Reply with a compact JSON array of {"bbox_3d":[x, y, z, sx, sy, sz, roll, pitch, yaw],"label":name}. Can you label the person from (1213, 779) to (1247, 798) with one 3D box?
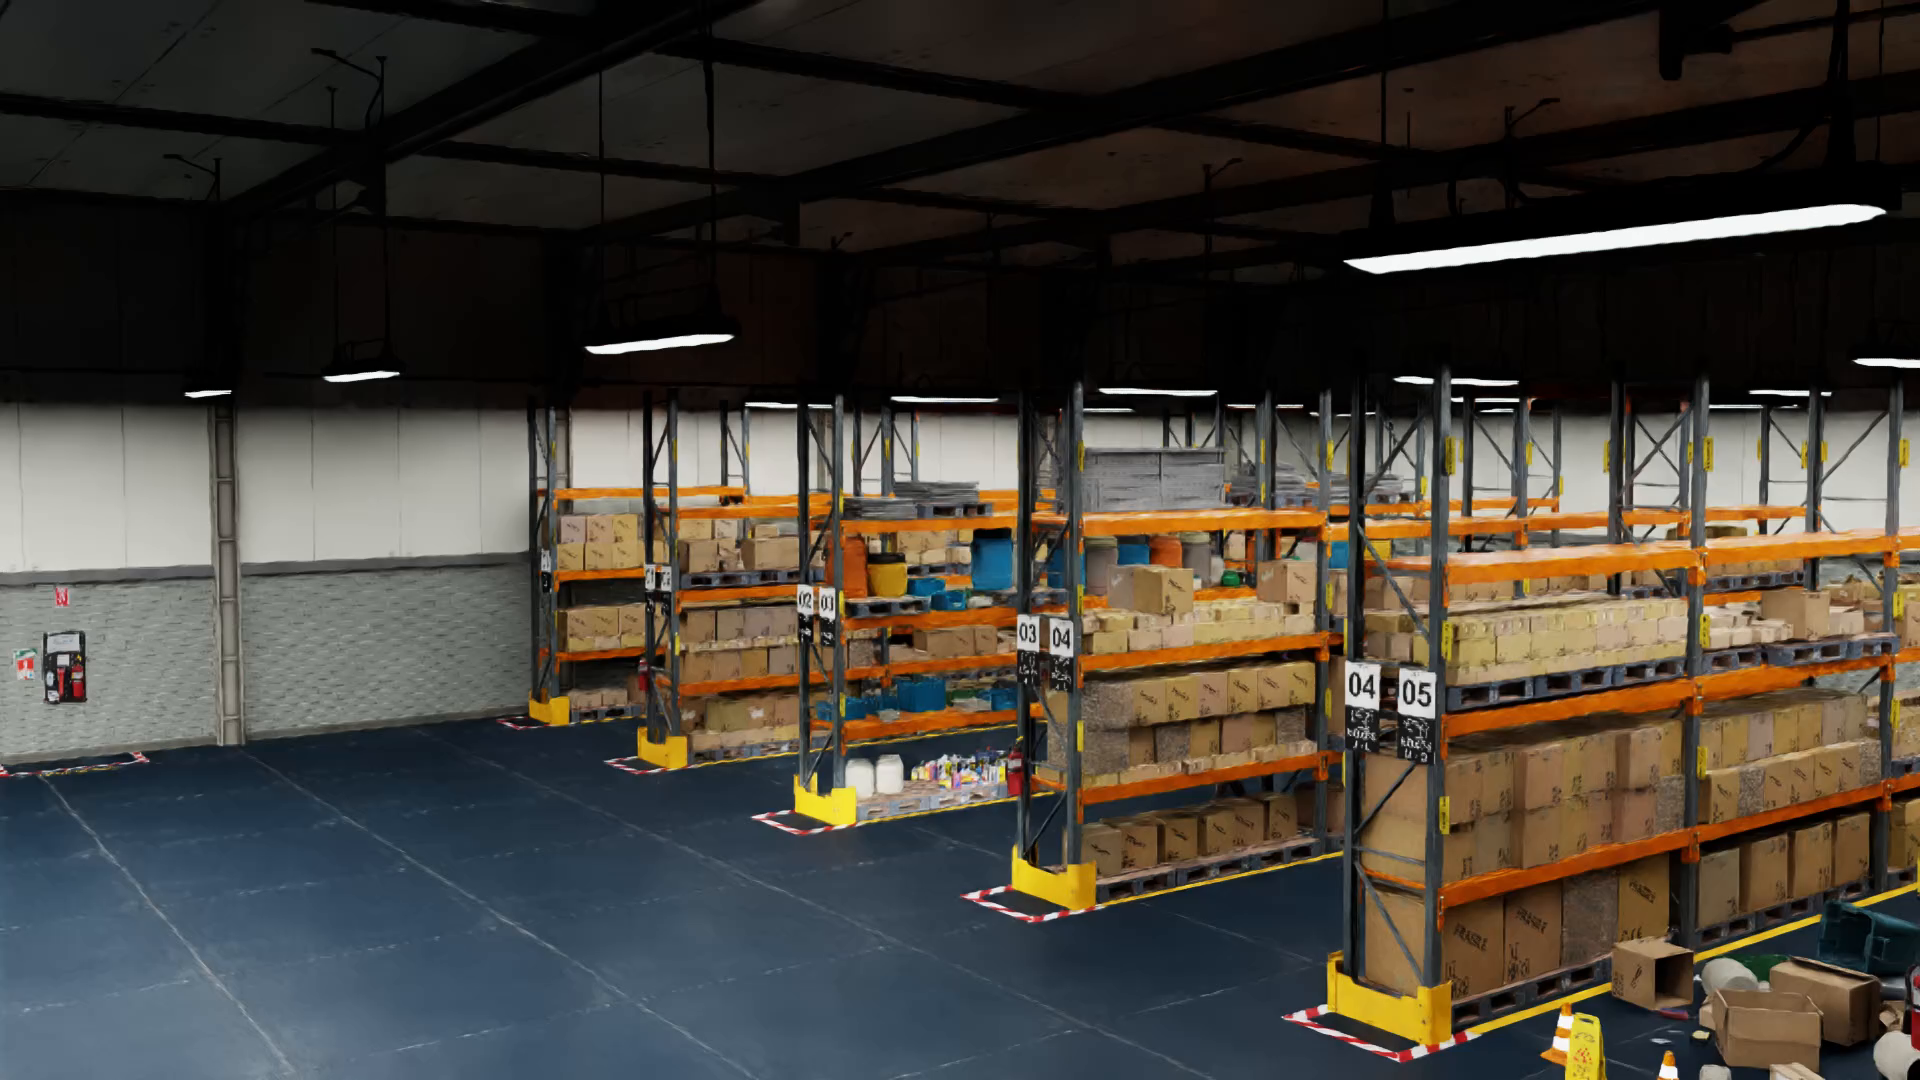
[{"bbox_3d":[3.627,2.975,22.929,1.115,1.648,0.543,-2,4,-34],"label":"person"}]
